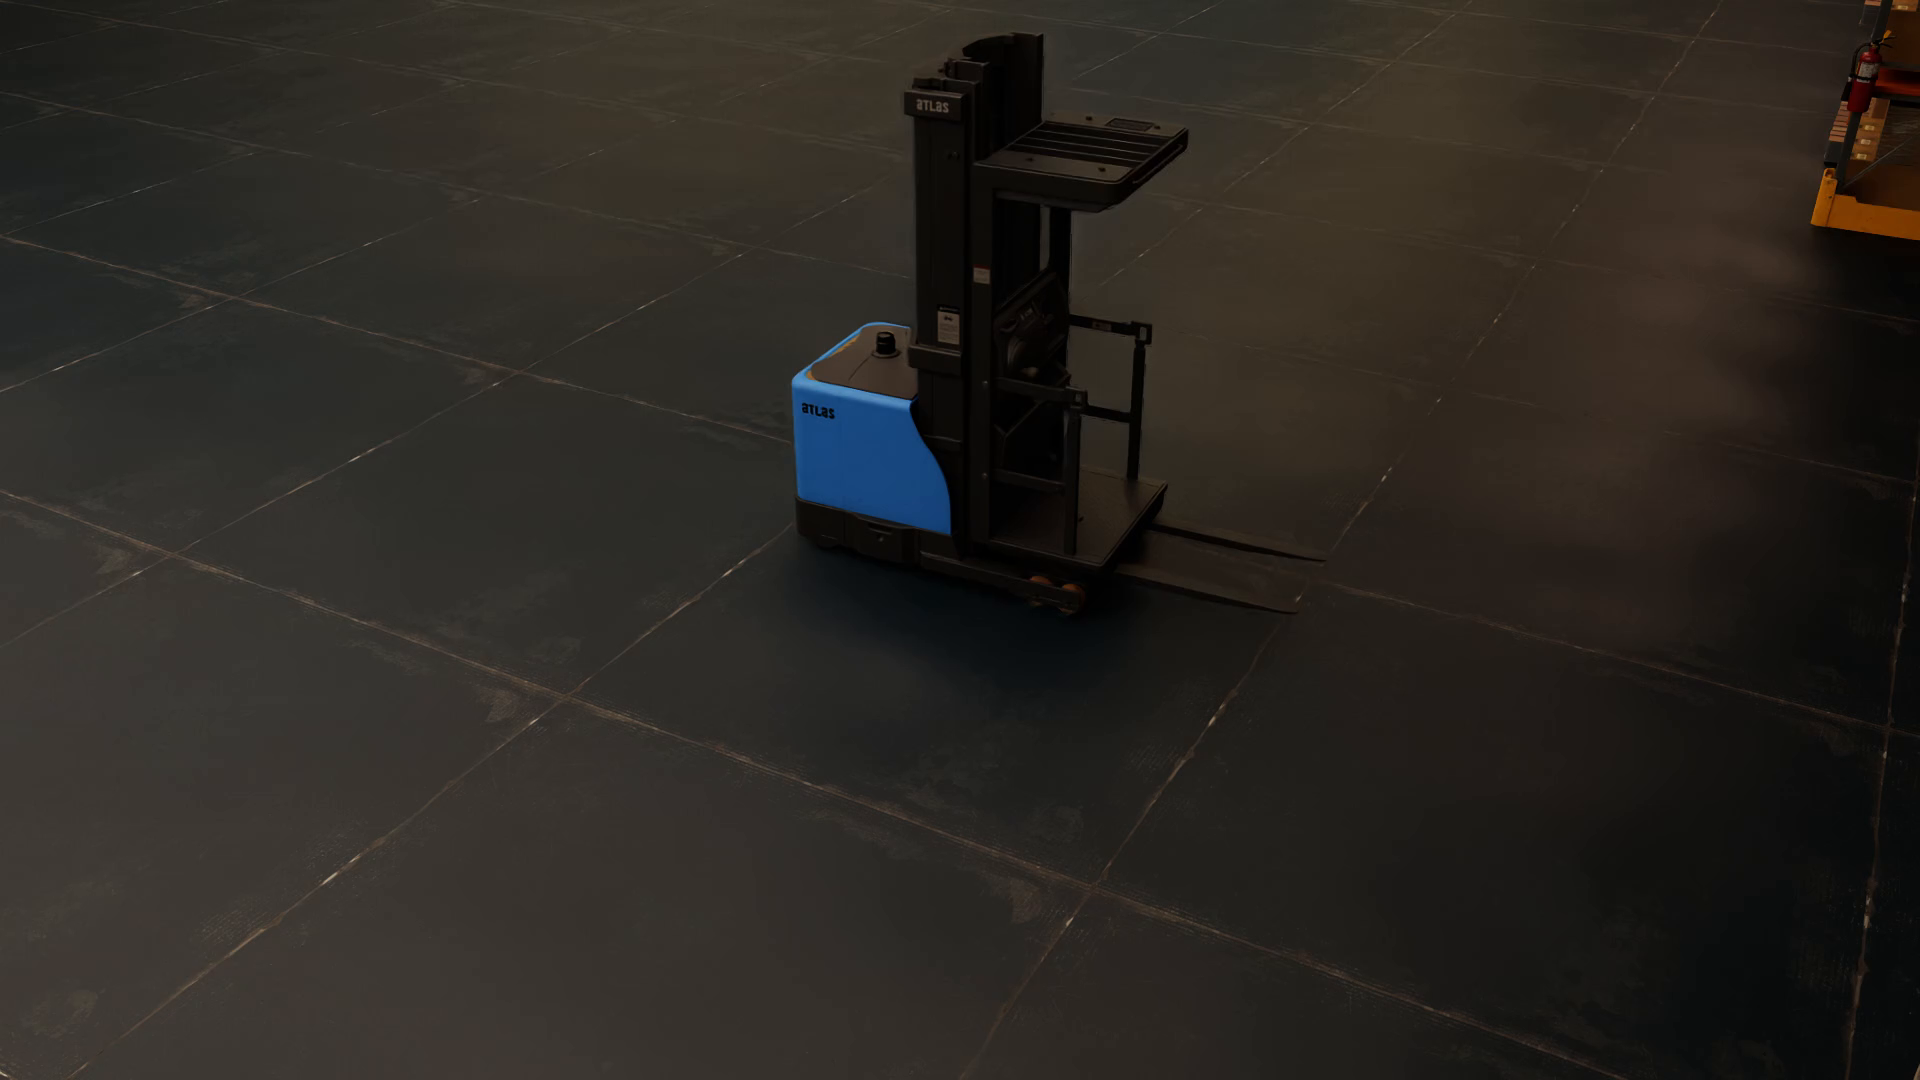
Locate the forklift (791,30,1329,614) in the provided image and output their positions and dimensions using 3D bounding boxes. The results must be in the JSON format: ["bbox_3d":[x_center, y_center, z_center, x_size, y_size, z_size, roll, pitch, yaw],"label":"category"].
[{"bbox_3d":[0.576,-1.160,9.081,3.031,2.935,1.130,13,33,22],"label":"forklift"}]
